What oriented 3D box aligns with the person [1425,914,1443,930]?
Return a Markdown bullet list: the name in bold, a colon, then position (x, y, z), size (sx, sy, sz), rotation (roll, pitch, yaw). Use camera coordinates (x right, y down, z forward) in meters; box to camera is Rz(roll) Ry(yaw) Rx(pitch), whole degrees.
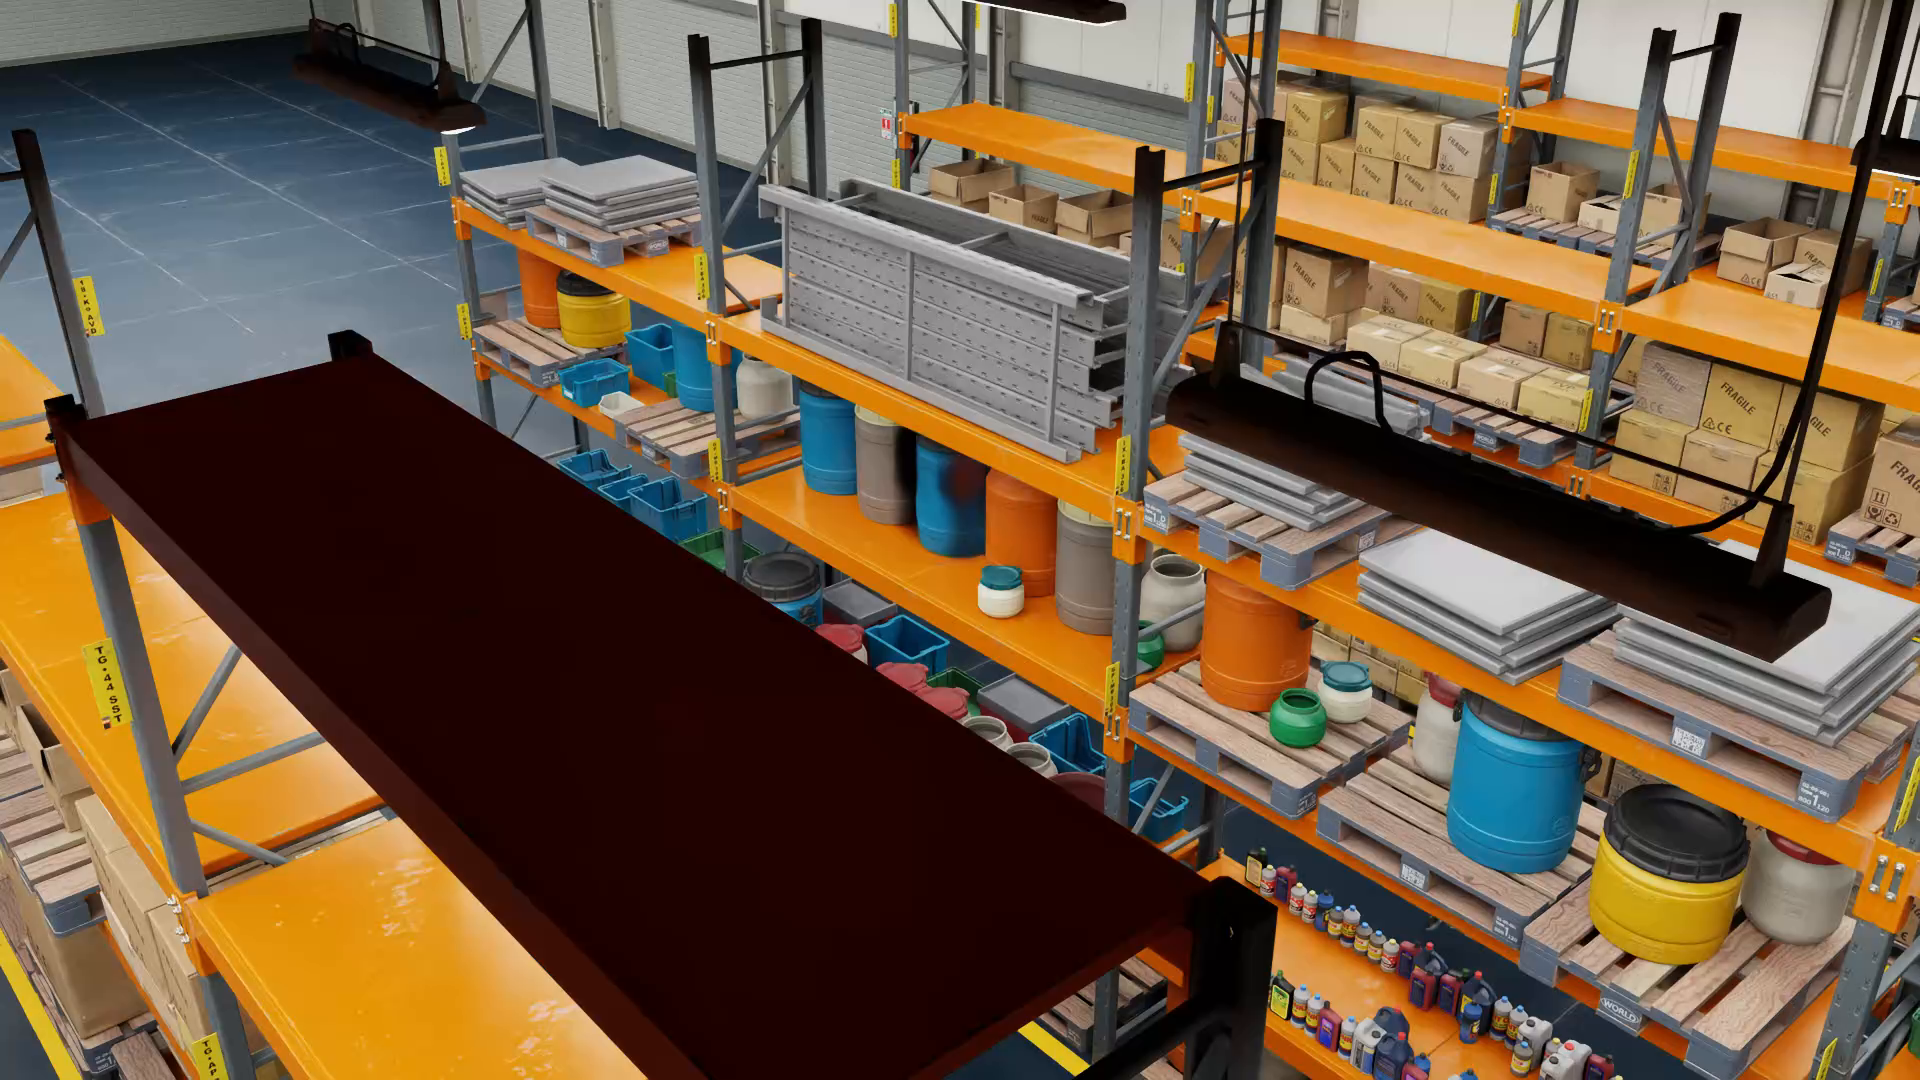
- **person**: position (3.255, 1.980, 11.591), size (0.567, 1.531, 0.711), rotation (-17, 32, -30)
